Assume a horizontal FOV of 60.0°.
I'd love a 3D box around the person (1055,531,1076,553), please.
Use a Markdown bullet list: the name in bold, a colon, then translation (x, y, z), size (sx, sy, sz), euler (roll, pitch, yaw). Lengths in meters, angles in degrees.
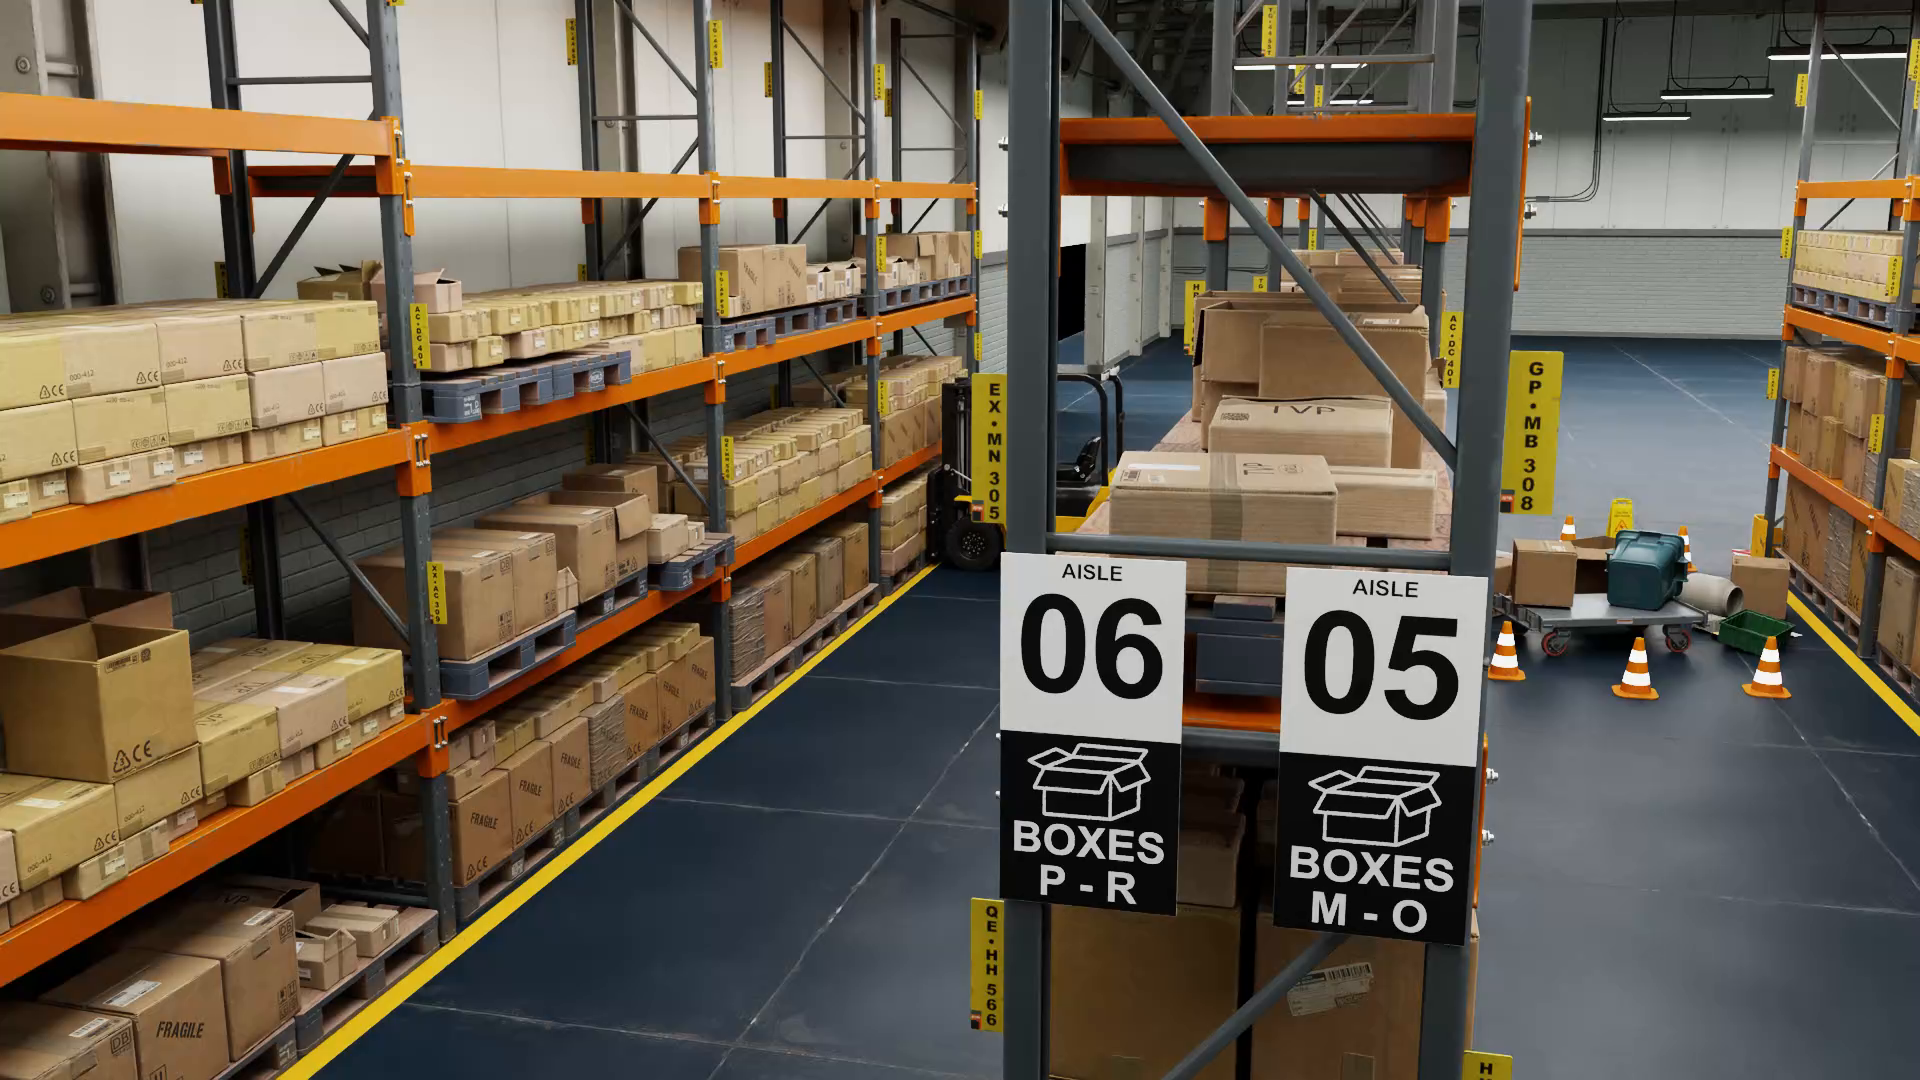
- **person**: translation (1.115, 0.375, 15.119), size (0.856, 1.067, 0.456), euler (2, 12, 11)
